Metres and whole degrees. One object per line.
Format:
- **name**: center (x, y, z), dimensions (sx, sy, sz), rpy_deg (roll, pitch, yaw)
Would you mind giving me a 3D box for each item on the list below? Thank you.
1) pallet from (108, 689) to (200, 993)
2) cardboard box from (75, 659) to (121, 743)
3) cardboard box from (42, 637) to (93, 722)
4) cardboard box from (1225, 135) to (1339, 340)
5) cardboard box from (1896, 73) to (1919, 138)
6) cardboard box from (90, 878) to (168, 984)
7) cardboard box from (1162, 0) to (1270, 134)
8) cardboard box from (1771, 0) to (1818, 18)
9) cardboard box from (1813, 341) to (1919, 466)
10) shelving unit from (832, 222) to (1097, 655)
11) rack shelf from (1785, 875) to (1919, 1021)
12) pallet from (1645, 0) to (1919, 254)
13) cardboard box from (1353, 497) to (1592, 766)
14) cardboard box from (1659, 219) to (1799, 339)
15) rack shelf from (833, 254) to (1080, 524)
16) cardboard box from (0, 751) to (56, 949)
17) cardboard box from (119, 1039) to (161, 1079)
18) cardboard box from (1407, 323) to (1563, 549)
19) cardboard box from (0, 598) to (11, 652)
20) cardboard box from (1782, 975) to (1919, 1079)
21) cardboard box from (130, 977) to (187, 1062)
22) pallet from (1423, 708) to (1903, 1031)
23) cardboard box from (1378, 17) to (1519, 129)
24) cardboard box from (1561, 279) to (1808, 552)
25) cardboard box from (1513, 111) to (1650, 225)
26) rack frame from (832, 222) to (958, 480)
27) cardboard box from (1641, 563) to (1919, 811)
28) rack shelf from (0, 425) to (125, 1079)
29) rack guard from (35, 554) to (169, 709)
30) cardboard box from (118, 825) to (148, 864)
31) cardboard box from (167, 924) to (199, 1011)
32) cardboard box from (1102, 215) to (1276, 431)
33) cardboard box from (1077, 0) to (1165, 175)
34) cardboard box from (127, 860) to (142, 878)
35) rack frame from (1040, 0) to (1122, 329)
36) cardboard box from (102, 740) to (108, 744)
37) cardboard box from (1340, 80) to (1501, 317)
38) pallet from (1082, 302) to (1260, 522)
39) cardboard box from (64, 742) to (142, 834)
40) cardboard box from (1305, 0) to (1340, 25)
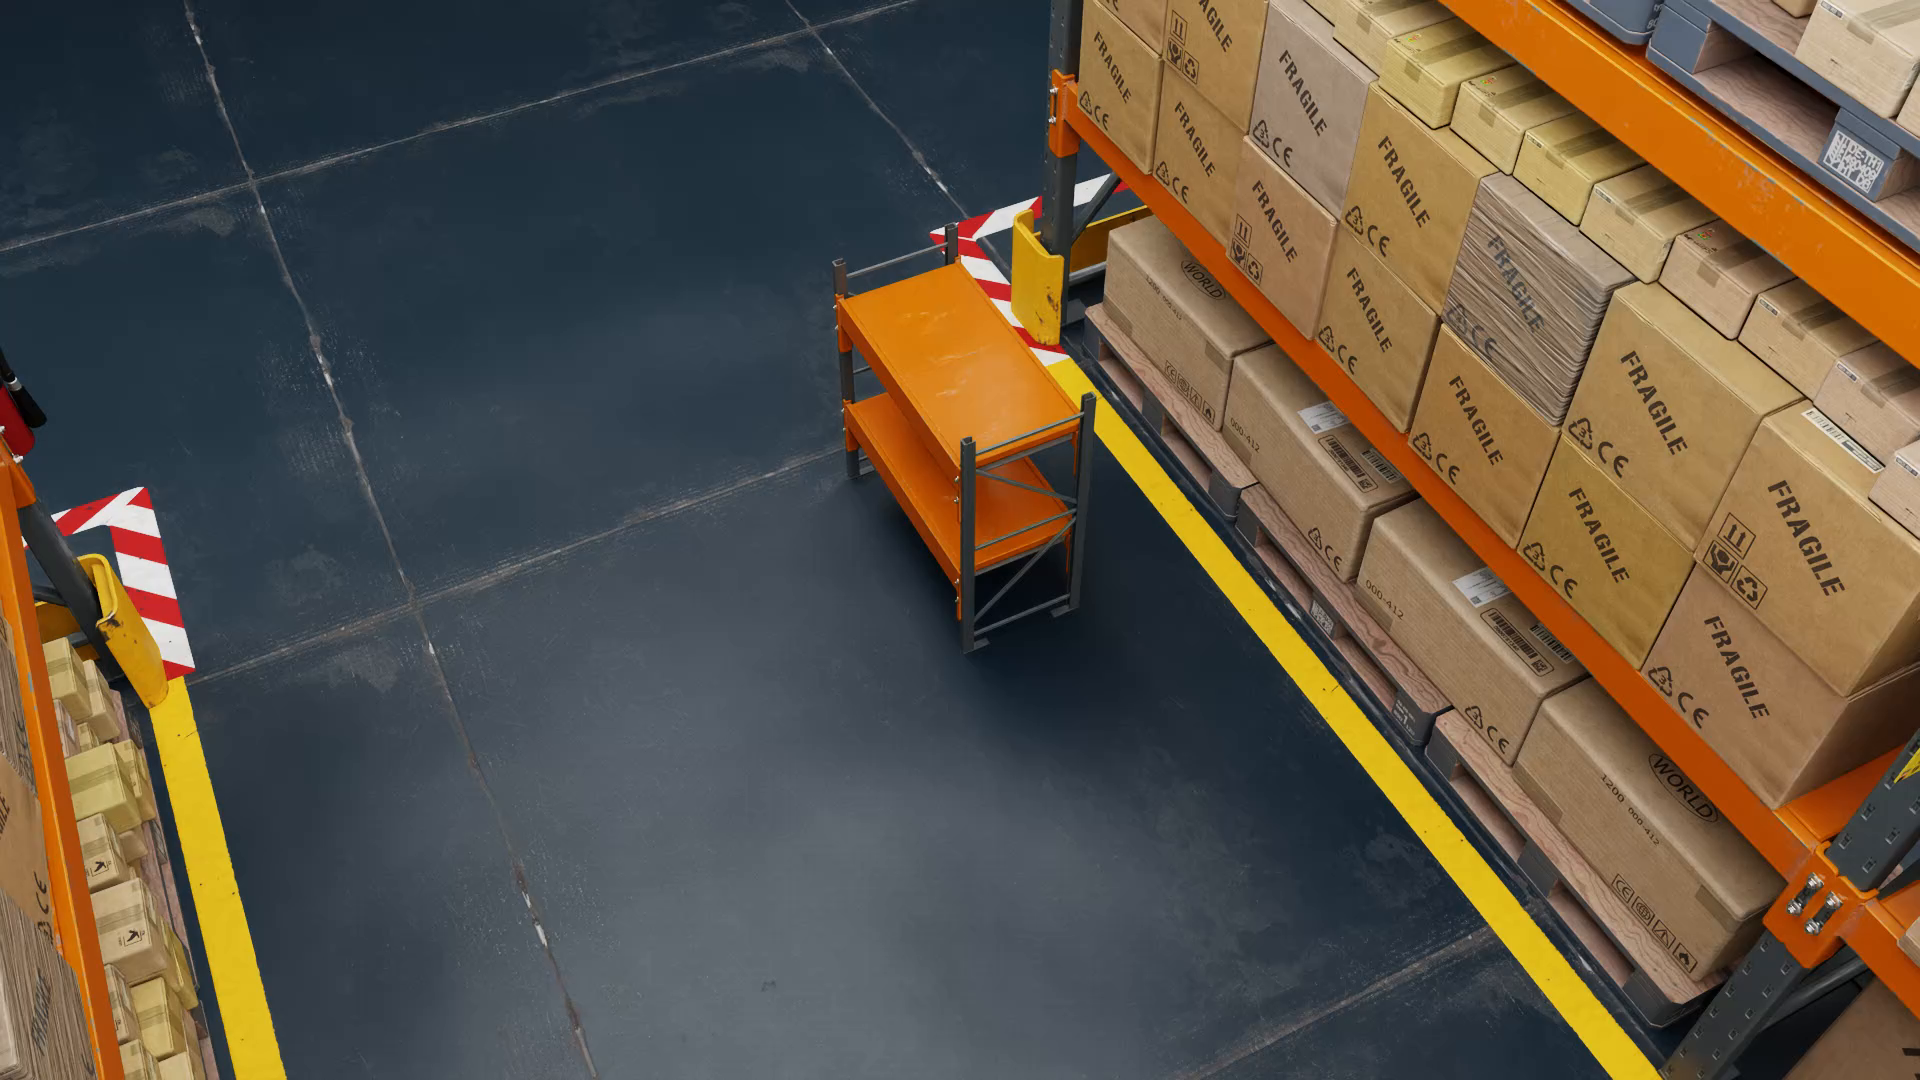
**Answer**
- **pallet**: center (-3.163, 1.164, 5.484), dimensions (1.003, 0.211, 1.213), rpy_deg (-21, 52, -18)
- **cardboard box**: center (-3.043, 0.597, 5.545), dimensions (0.380, 0.149, 0.250), rpy_deg (-22, 53, -18)
- **cardboard box**: center (-3.070, 0.511, 5.423), dimensions (0.380, 0.149, 0.250), rpy_deg (-21, 52, -17)
- **cardboard box**: center (1.255, -1.070, 5.520), dimensions (0.500, 0.500, 0.500), rpy_deg (-21, 52, -18)
- **cardboard box**: center (2.071, -0.888, 3.177), dimensions (0.396, 0.266, 0.258), rpy_deg (-20, 52, -16)
- **cardboard box**: center (-2.540, 1.184, 4.834), dimensions (0.380, 0.149, 0.250), rpy_deg (-19, 52, -16)
- **cardboard box**: center (1.026, -1.732, 5.434), dimensions (0.500, 0.500, 0.500), rpy_deg (-22, 53, -18)
- **cardboard box**: center (2.002, -1.540, 3.590), dimensions (0.797, 0.503, 0.637), rpy_deg (-17, 51, -15)
- **cardboard box**: center (2.200, -0.342, 3.787), dimensions (0.380, 0.149, 0.250), rpy_deg (-20, 52, -17)
- **shelving unit**: center (-0.003, -0.375, 6.223), dimensions (0.538, 1.125, 1.048), rpy_deg (-21, 52, -18)
- **rack shelf**: center (3.563, 2.119, 3.274), dimensions (1.077, 0.370, 4.000), rpy_deg (-21, 52, -18)
- **pallet**: center (2.283, -0.965, 3.560), dimensions (1.003, 0.211, 1.213), rpy_deg (-21, 52, -18)
- **cardboard box**: center (2.046, 0.193, 5.904), dimensions (0.875, 0.438, 0.875), rpy_deg (-23, 53, -19)
- **cardboard box**: center (1.962, -0.675, 4.079), dimensions (0.380, 0.149, 0.250), rpy_deg (-22, 52, -18)
- **rack shelf**: center (-0.003, -0.568, 6.003), dimensions (0.538, 0.278, 1.000), rpy_deg (-21, 52, -18)
- **cardboard box**: center (-2.413, 0.741, 3.738), dimensions (0.500, 0.500, 0.500), rpy_deg (-19, 51, -16)
- **cardboard box**: center (-2.373, 1.564, 4.501), dimensions (0.380, 0.149, 0.250), rpy_deg (-21, 52, -17)
- **cardboard box**: center (1.725, -0.385, 4.920), dimensions (0.500, 0.500, 0.500), rpy_deg (-22, 52, -18)
- **cardboard box**: center (-2.872, 0.067, 4.327), dimensions (0.500, 0.500, 0.500), rpy_deg (-22, 52, -18)
- **cardboard box**: center (3.003, 1.493, 4.477), dimensions (0.875, 0.875, 0.875), rpy_deg (-20, 52, -16)
- **cardboard box**: center (-2.454, 1.464, 4.787), dimensions (0.380, 0.149, 0.250), rpy_deg (-19, 51, -16)
- **pallet**: center (2.369, 0.926, 5.692), dimensions (1.003, 0.211, 1.213), rpy_deg (-21, 52, -18)
- **cardboard box**: center (1.406, -1.323, 4.646), dimensions (0.380, 0.149, 0.250), rpy_deg (-22, 52, -18)
- **cardboard box**: center (1.961, -0.381, 4.253), dimensions (0.500, 0.500, 0.500), rpy_deg (-22, 52, -18)
- **cardboard box**: center (1.695, -1.005, 4.368), dimensions (0.380, 0.149, 0.250), rpy_deg (-22, 52, -18)
- **rack frame**: center (-0.236, -0.715, 6.521), dimensions (0.500, 1.125, 0.032), rpy_deg (-21, 52, -18)
- **cardboard box**: center (2.208, 0.289, 4.331), dimensions (0.500, 0.500, 0.500), rpy_deg (-21, 52, -17)
- **rack shelf**: center (-2.623, 1.215, 4.065), dimensions (1.077, 0.370, 4.000), rpy_deg (-21, 52, -18)
- **rack guard**: center (-3.503, 0.513, 5.862), dimensions (1.175, 0.500, 0.348), rpy_deg (-21, 52, -18)
- **cardboard box**: center (-2.803, 0.944, 5.242), dimensions (0.380, 0.149, 0.250), rpy_deg (-23, 53, -19)
- **cardboard box**: center (-2.562, 1.374, 5.063), dimensions (0.380, 0.149, 0.250), rpy_deg (-23, 53, -19)
- **cardboard box**: center (1.208, -1.021, 6.966), dimensions (0.875, 0.438, 0.875), rpy_deg (-23, 53, -19)
- **cardboard box**: center (0.782, -1.746, 6.110), dimensions (0.500, 0.500, 0.500), rpy_deg (-22, 52, -18)
- **cardboard box**: center (-2.859, 1.064, 5.334), dimensions (0.380, 0.149, 0.250), rpy_deg (-21, 52, -18)
- **rack frame**: center (0.817, -2.133, 6.516), dimensions (1.000, 3.000, 0.127), rpy_deg (-21, 52, -18)
- **cardboard box**: center (-3.111, 0.720, 5.635), dimensions (0.380, 0.149, 0.250), rpy_deg (-20, 52, -17)
- **cardboard box**: center (1.498, -1.057, 4.844), dimensions (0.500, 0.500, 0.500), rpy_deg (-21, 52, -17)
- **pallet**: center (1.253, -0.707, 7.121), dimensions (1.003, 0.211, 1.213), rpy_deg (-21, 52, -18)
- **cardboard box**: center (-2.775, 0.829, 5.145), dimensions (0.380, 0.149, 0.250), rpy_deg (-22, 52, -18)
- **cardboard box**: center (1.237, -1.684, 4.961), dimensions (0.380, 0.149, 0.250), rpy_deg (-21, 52, -17)
